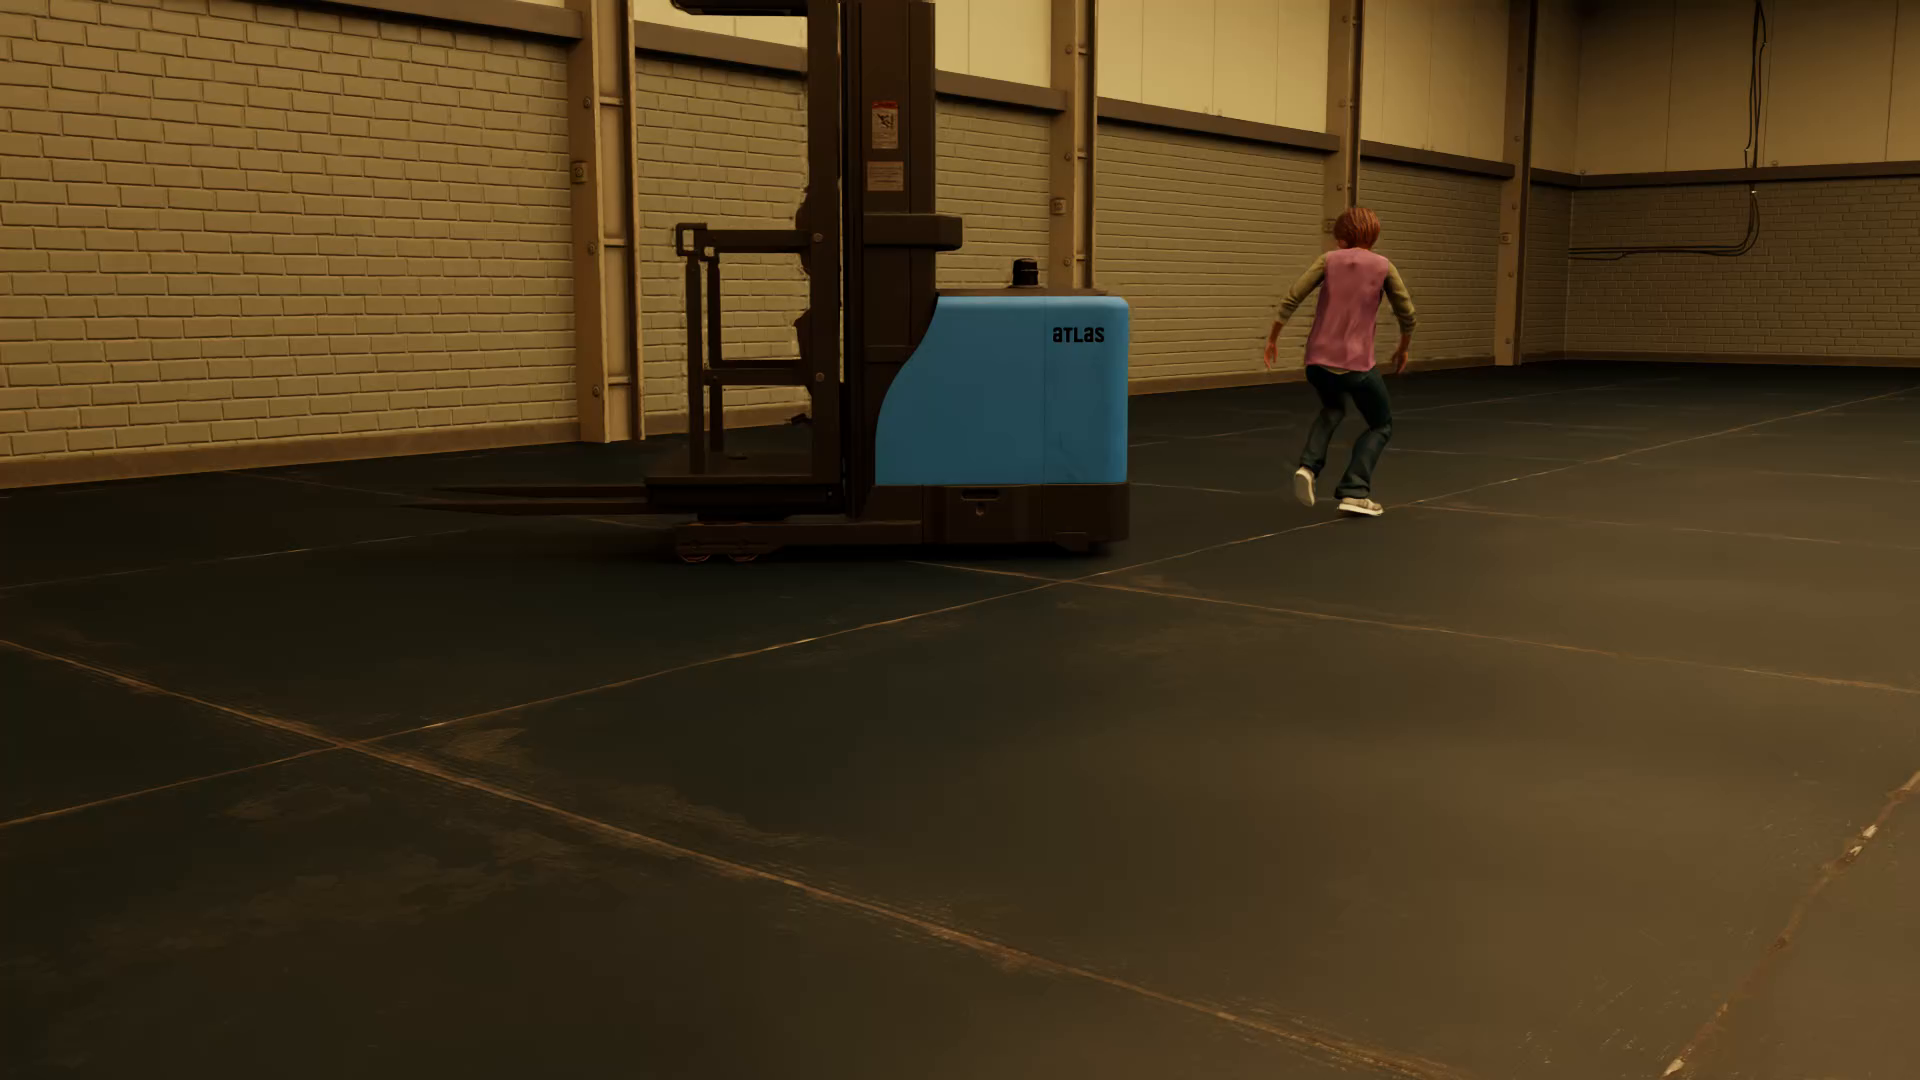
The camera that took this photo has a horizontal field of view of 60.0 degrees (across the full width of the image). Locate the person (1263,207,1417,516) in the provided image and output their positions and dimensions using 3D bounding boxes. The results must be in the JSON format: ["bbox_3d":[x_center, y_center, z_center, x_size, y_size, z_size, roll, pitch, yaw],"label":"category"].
[{"bbox_3d":[1.908,-0.879,8.229,0.648,1.514,0.580,6,10,35],"label":"person"}]

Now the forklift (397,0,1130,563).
[{"bbox_3d":[-0.831,-1.435,7.090,3.031,2.935,1.130,-1,8,-4],"label":"forklift"}]
